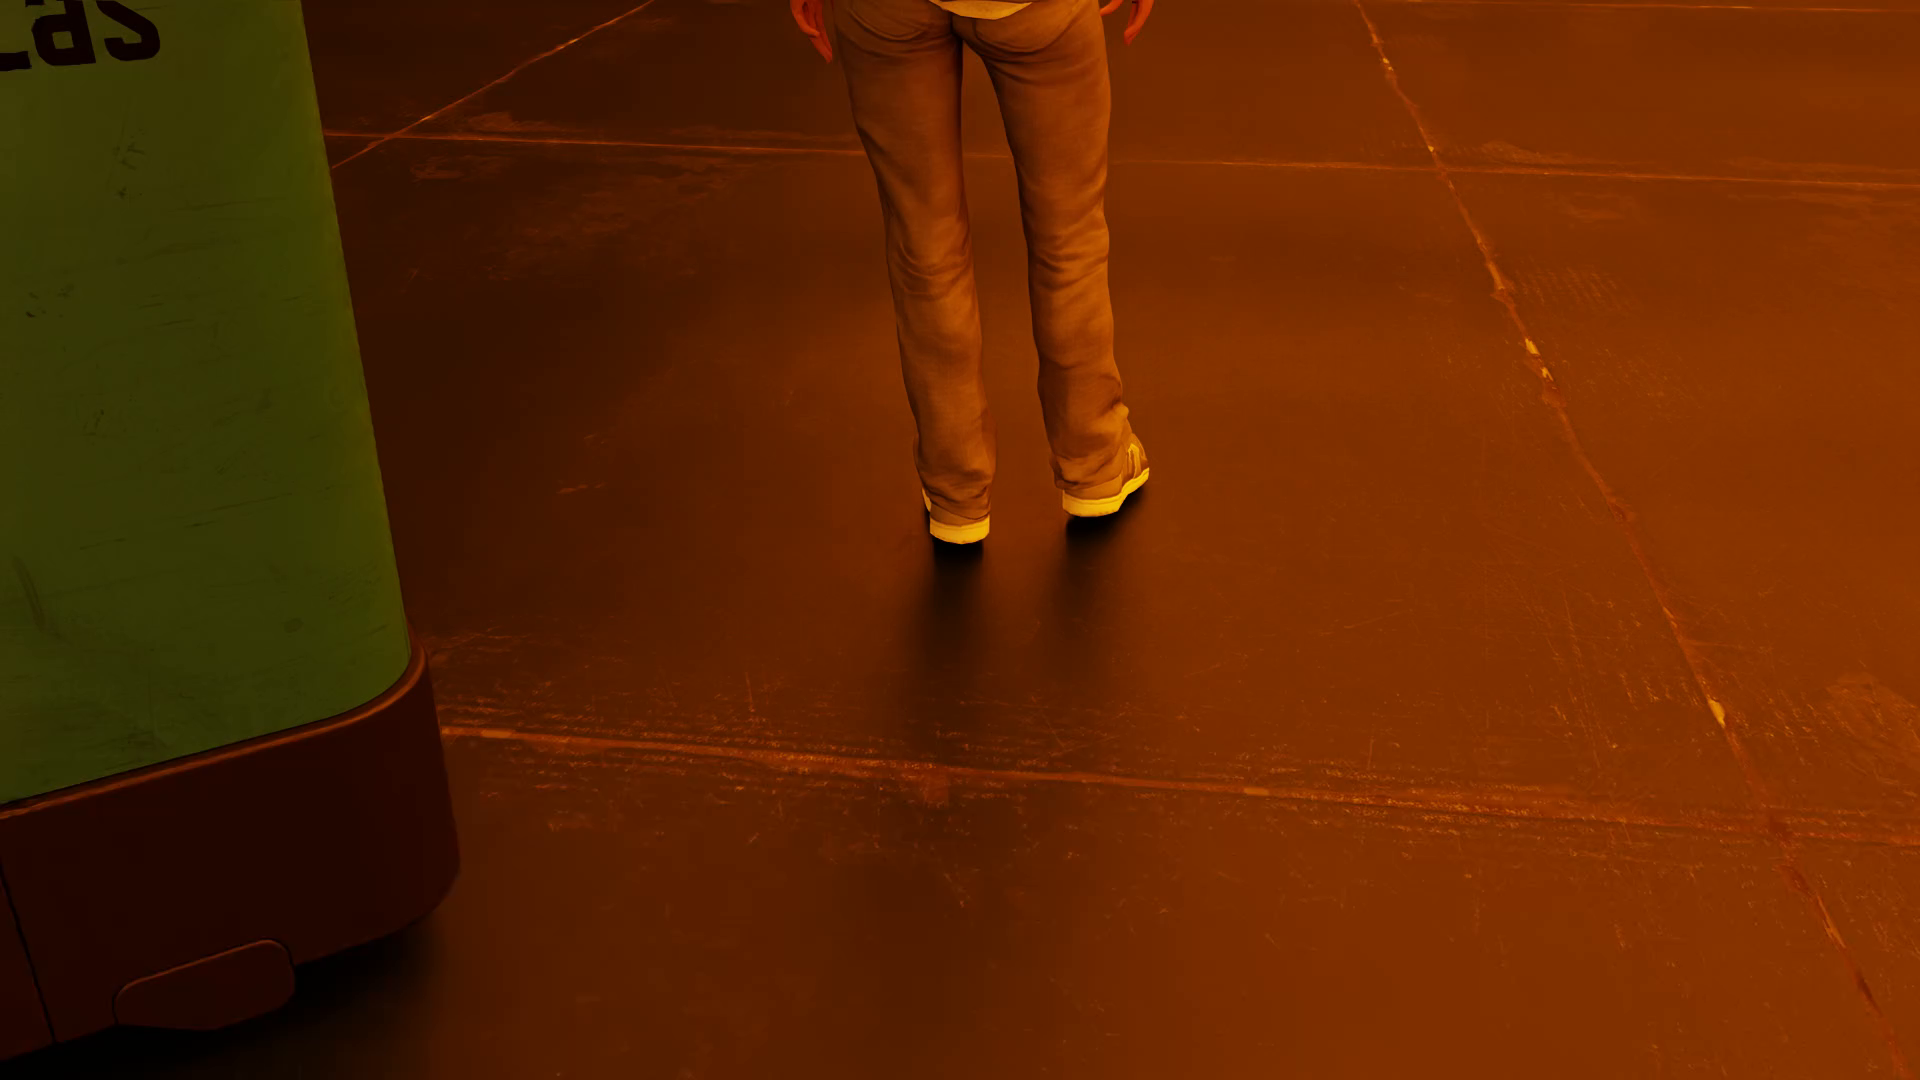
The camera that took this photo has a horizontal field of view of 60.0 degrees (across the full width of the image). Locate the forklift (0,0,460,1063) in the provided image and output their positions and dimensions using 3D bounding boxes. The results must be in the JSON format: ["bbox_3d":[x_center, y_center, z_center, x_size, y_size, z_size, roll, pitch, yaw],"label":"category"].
[{"bbox_3d":[-2.035,-0.750,0.720,3.031,2.935,1.130,-15,30,-27],"label":"forklift"}]

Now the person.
[{"bbox_3d":[0.024,-0.753,2.205,0.520,1.600,0.472,3,27,7],"label":"person"}]
